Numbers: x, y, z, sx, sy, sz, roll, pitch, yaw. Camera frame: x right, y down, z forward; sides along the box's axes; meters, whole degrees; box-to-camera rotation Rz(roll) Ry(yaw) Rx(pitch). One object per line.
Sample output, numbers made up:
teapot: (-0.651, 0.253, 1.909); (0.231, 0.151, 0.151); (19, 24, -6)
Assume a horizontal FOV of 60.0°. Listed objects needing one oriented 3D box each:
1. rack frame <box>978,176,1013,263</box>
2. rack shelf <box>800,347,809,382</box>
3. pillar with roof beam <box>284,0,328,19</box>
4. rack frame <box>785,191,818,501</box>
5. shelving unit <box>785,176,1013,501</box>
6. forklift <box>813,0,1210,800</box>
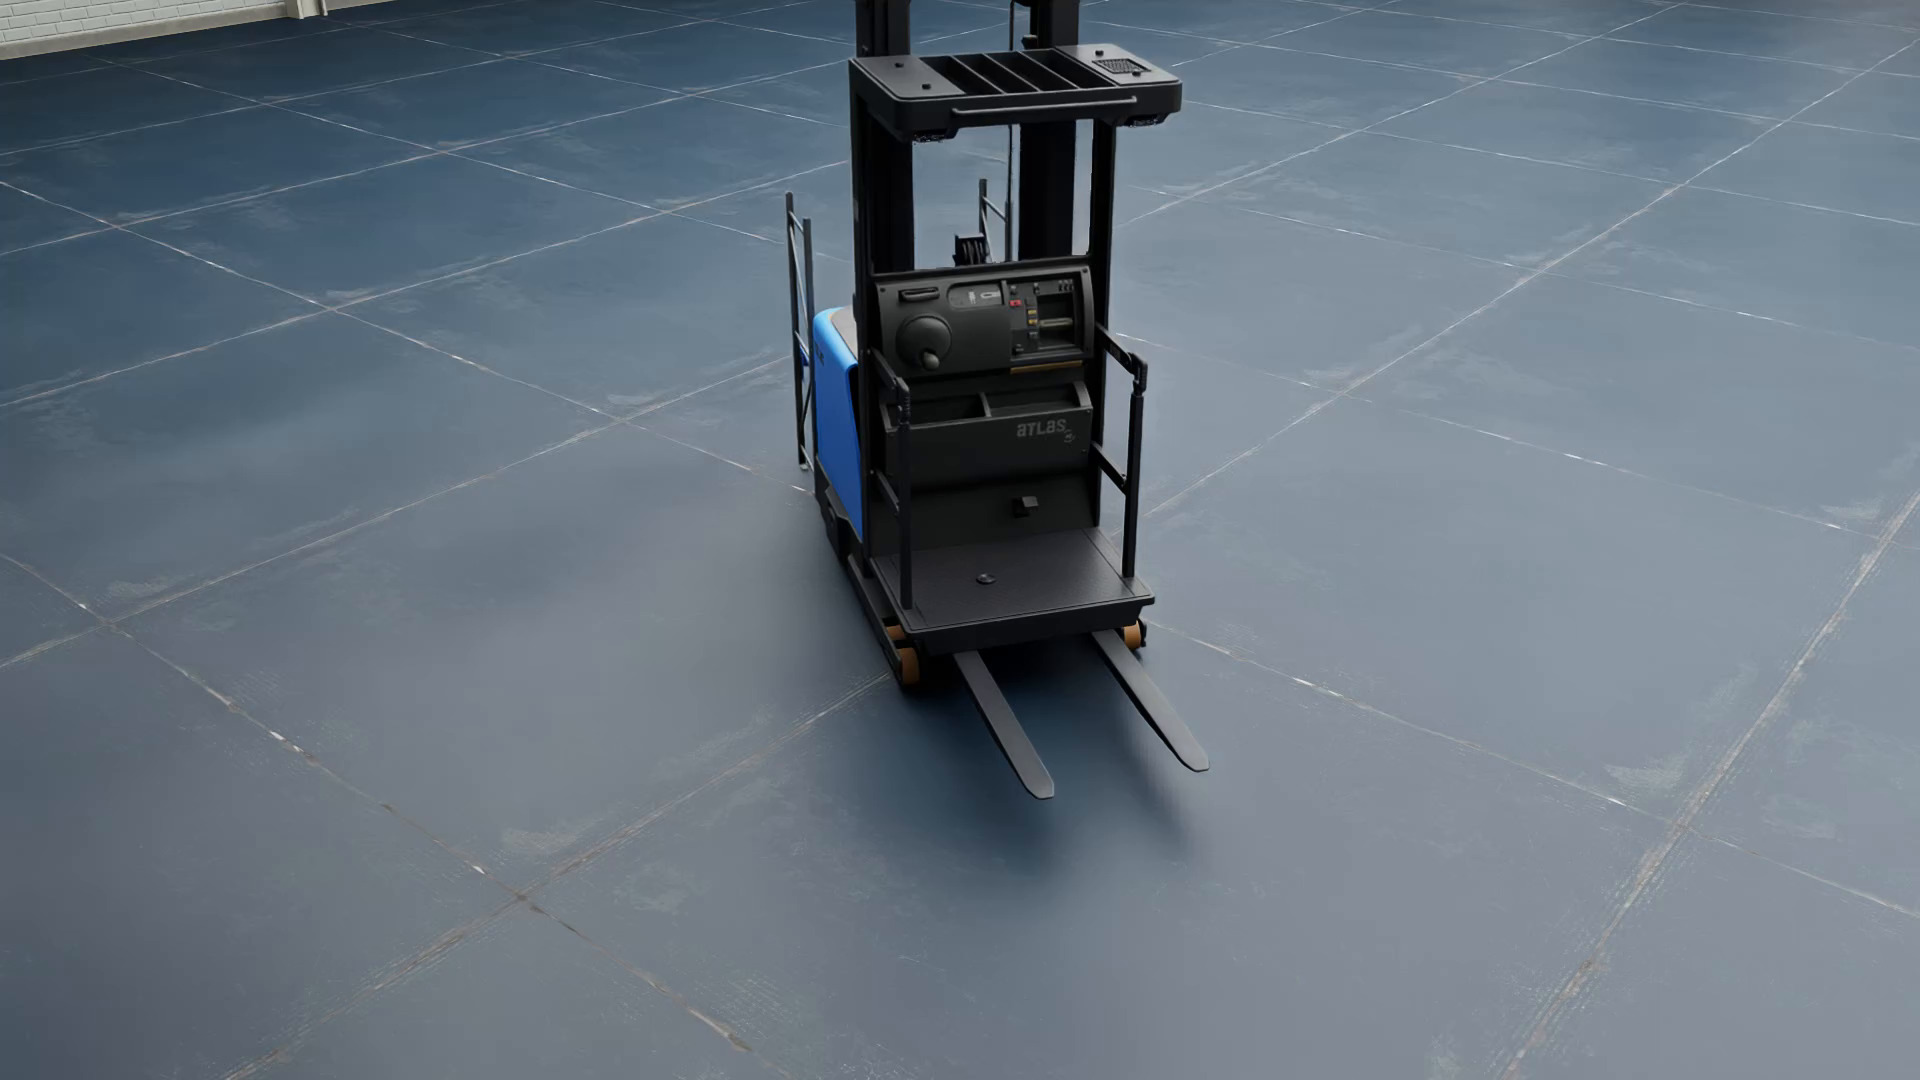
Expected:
rack frame: (0.179, -1.110, 8.762); (0.032, 1.500, 0.500); (-7, 28, -14)
rack shelf: (-0.309, -0.886, 8.721); (1.000, 0.185, 0.538); (-7, 28, -14)
pillar with roof beam: (-4.974, -9.405, 16.637); (9.100, 9.000, 0.400); (21, 34, 34)
rack frame: (-0.798, -0.982, 8.515); (0.032, 1.500, 0.500); (-7, 28, -14)
shelving unit: (-0.309, -1.046, 8.639); (1.048, 1.500, 0.538); (-7, 28, -14)
forklift: (0.175, -0.884, 6.770); (1.130, 2.935, 3.031); (-8, 28, -15)
